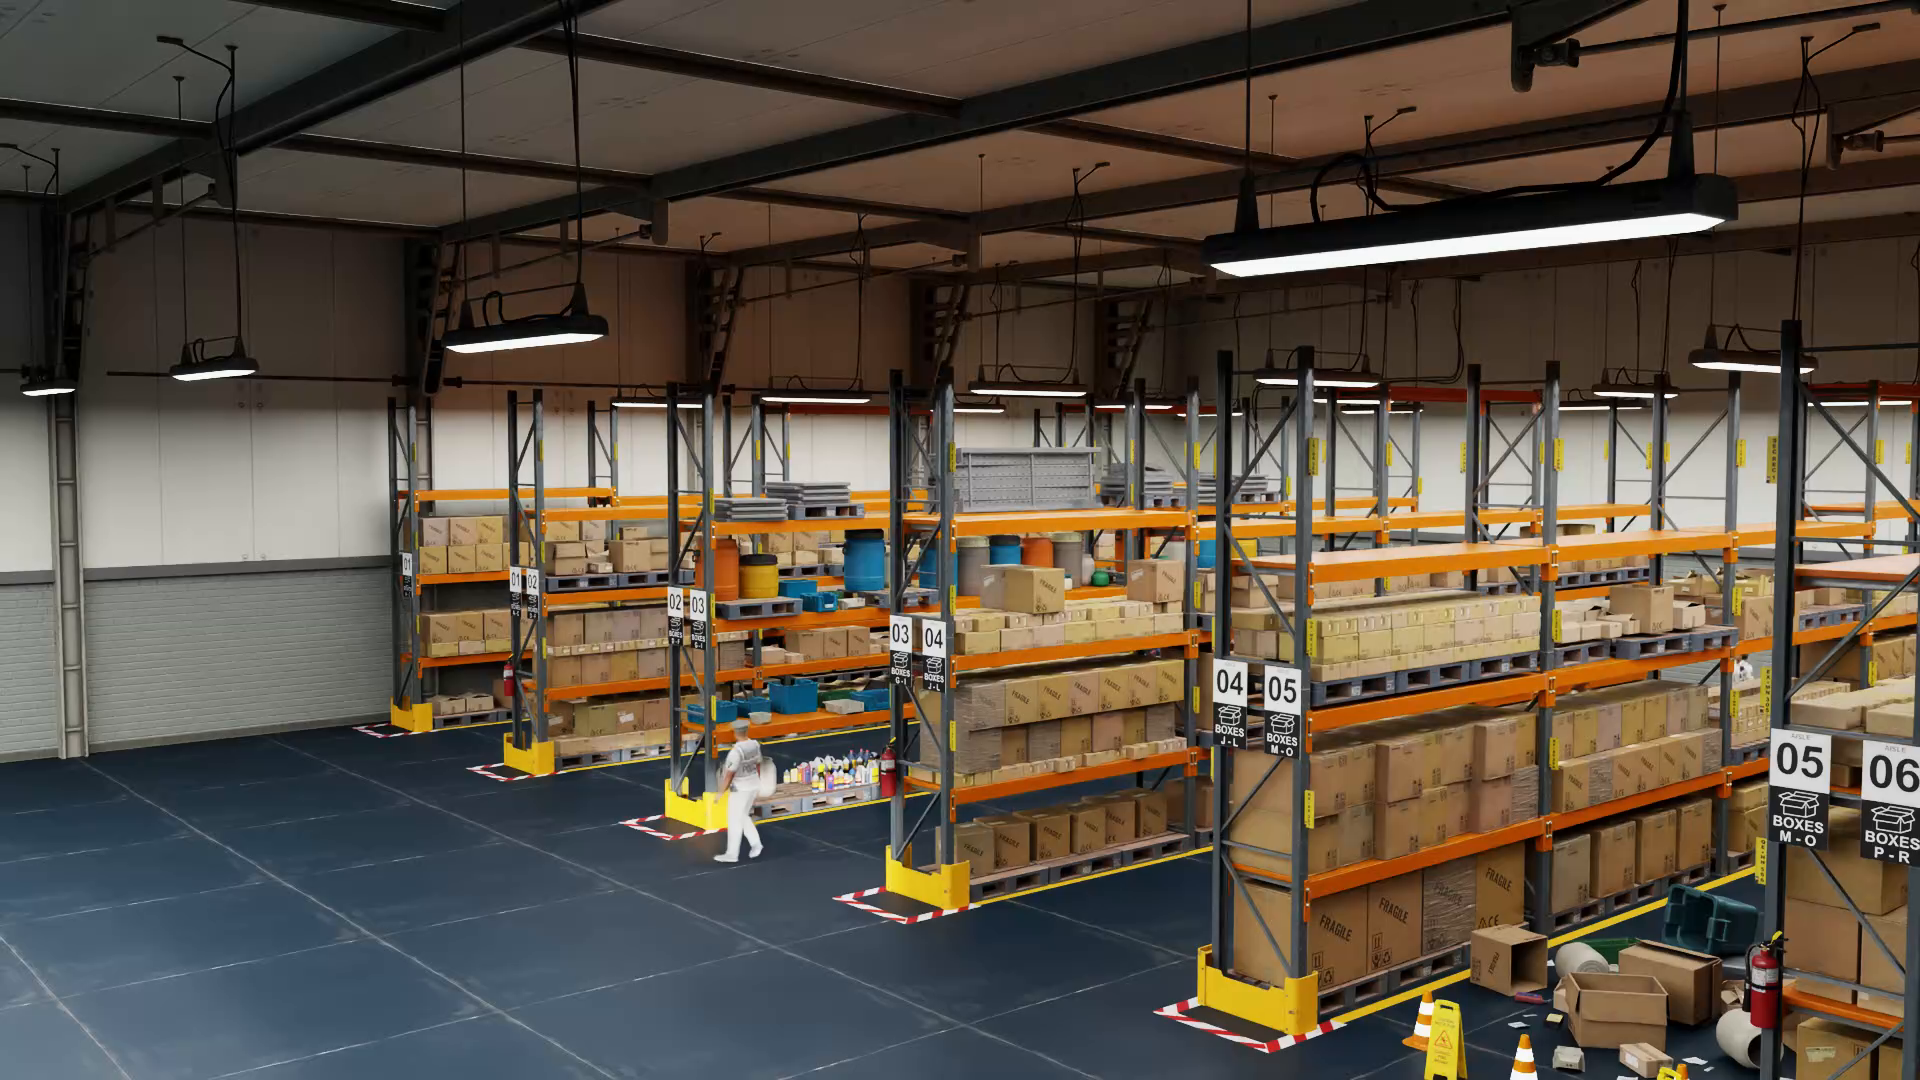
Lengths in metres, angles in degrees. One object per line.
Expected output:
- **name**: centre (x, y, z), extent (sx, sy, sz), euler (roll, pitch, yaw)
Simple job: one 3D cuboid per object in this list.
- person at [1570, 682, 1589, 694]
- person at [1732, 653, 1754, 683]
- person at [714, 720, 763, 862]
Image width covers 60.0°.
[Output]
- **person**: centre (9.186, 2.841, 24.785), extent (0.654, 1.753, 0.627), euler (-2, 4, -37)
- **person**: centre (13.521, 2.654, 28.906), extent (0.576, 1.638, 0.927), euler (2, 4, 30)
- **person**: centre (-2.748, 3.102, 20.532), extent (0.554, 1.768, 0.606), euler (1, 4, 20)
